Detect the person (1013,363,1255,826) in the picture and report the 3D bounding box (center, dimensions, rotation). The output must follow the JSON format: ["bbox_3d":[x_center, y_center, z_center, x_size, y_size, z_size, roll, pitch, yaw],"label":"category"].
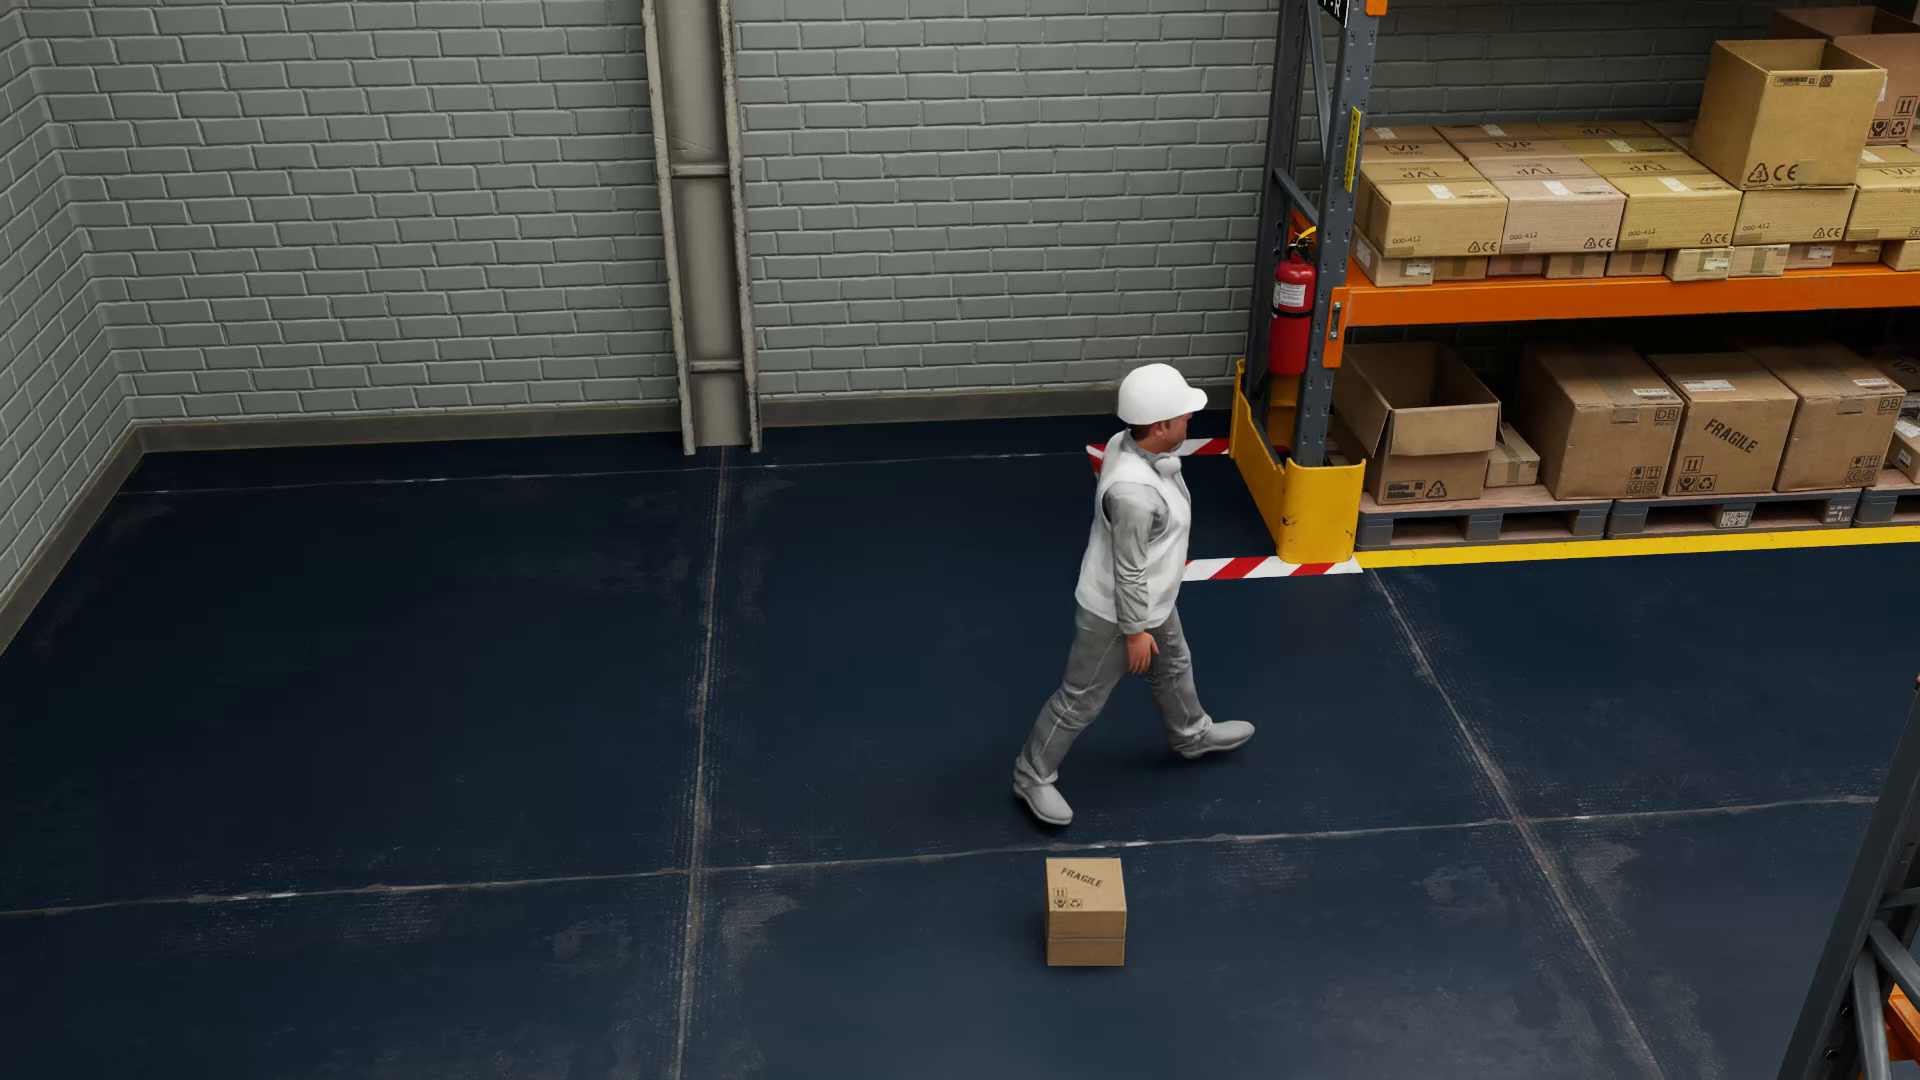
[{"bbox_3d":[0.647,0.169,5.811,0.864,1.732,0.654,6,31,10],"label":"person"}]
